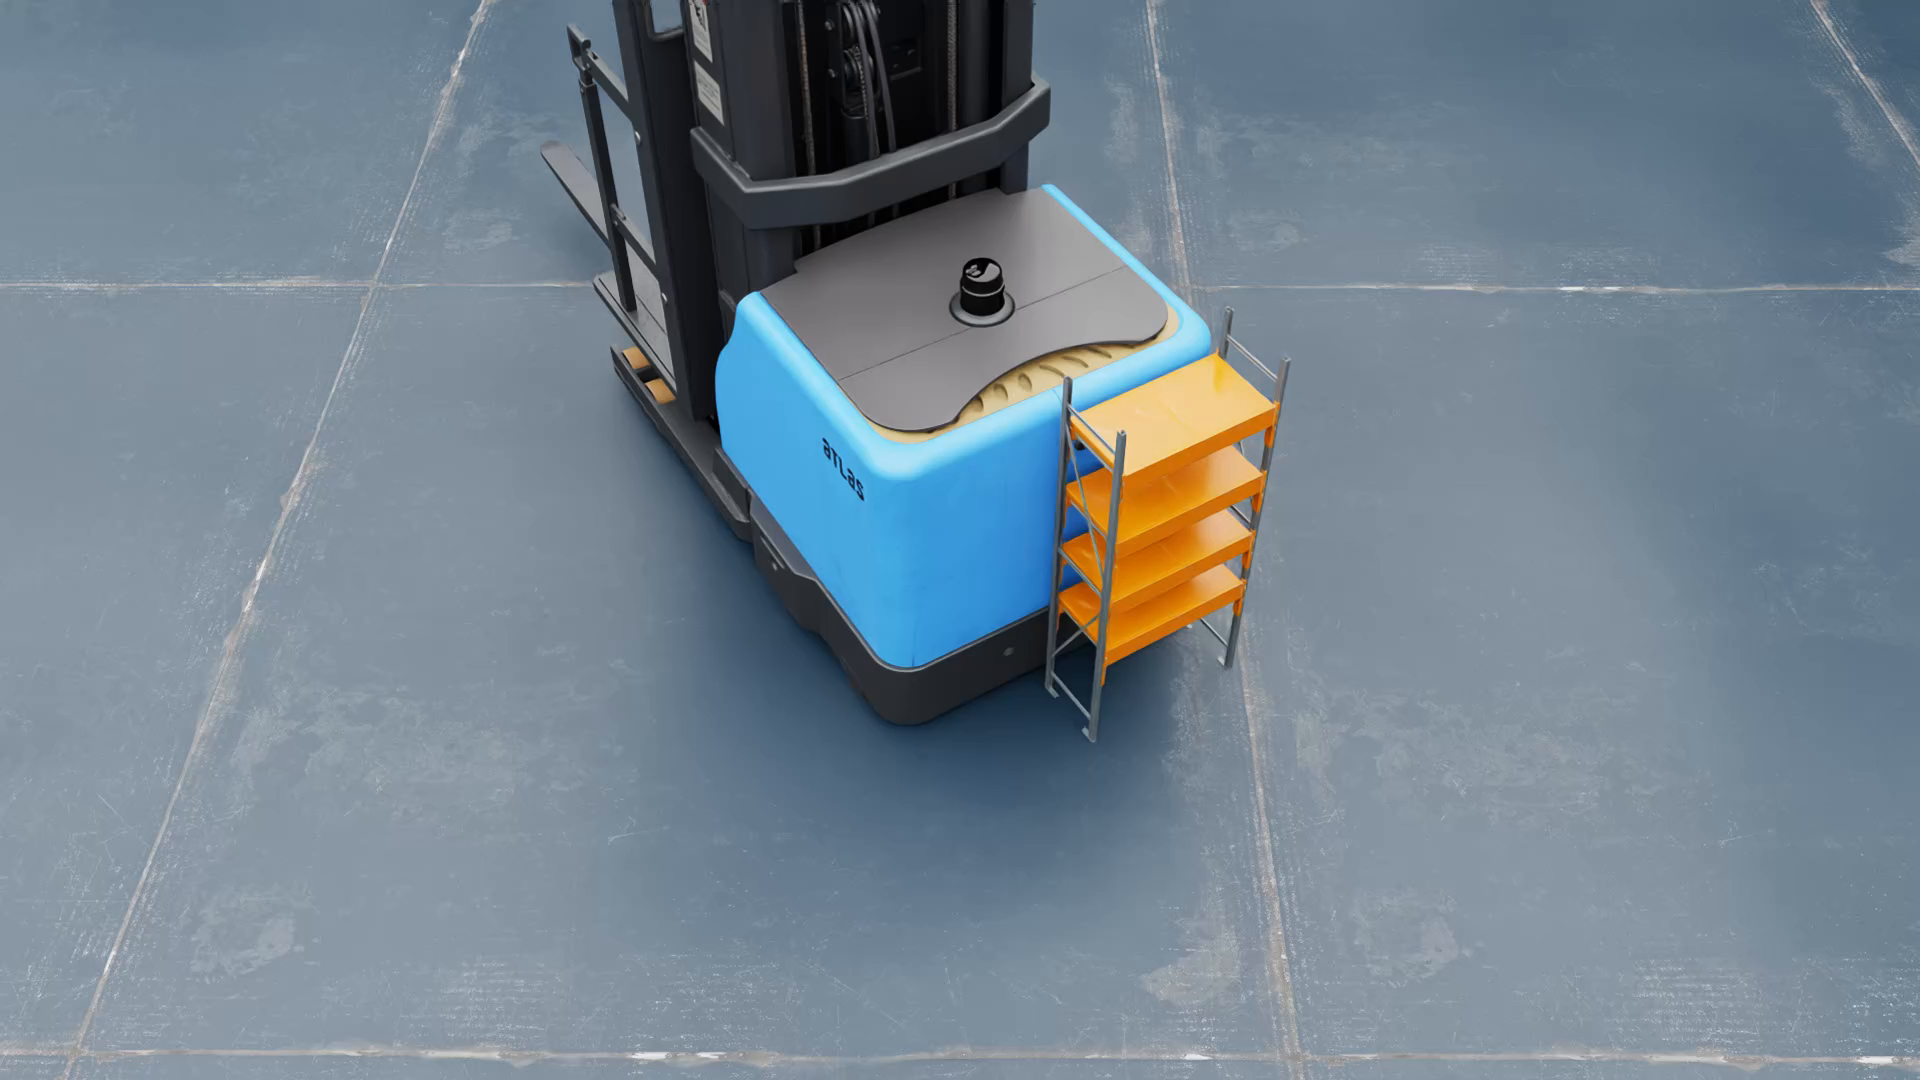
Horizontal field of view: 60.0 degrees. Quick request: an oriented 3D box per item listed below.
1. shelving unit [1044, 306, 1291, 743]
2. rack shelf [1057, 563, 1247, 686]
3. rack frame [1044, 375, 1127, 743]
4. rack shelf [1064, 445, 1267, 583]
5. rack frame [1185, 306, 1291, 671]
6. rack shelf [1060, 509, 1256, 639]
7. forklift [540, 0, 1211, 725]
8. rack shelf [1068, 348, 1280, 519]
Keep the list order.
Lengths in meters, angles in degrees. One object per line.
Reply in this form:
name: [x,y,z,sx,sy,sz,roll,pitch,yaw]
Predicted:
shelving unit: [0.523,-0.004,4.434,0.503,1.200,0.258,-25,52,-21]
rack shelf: [0.523,0.177,4.628,0.480,0.148,0.258,-25,52,-21]
rack frame: [0.317,0.091,4.345,0.015,1.200,0.240,-25,52,-21]
rack shelf: [0.523,-0.110,4.319,0.480,0.148,0.258,-25,52,-21]
rack frame: [0.730,-0.099,4.522,0.015,1.200,0.240,-25,52,-21]
rack shelf: [0.523,0.042,4.483,0.480,0.148,0.258,-25,52,-21]
forklift: [-0.528,-1.546,4.686,1.130,2.935,3.031,-24,52,-21]
rack shelf: [0.523,-0.271,4.146,0.480,0.148,0.258,-25,52,-21]
